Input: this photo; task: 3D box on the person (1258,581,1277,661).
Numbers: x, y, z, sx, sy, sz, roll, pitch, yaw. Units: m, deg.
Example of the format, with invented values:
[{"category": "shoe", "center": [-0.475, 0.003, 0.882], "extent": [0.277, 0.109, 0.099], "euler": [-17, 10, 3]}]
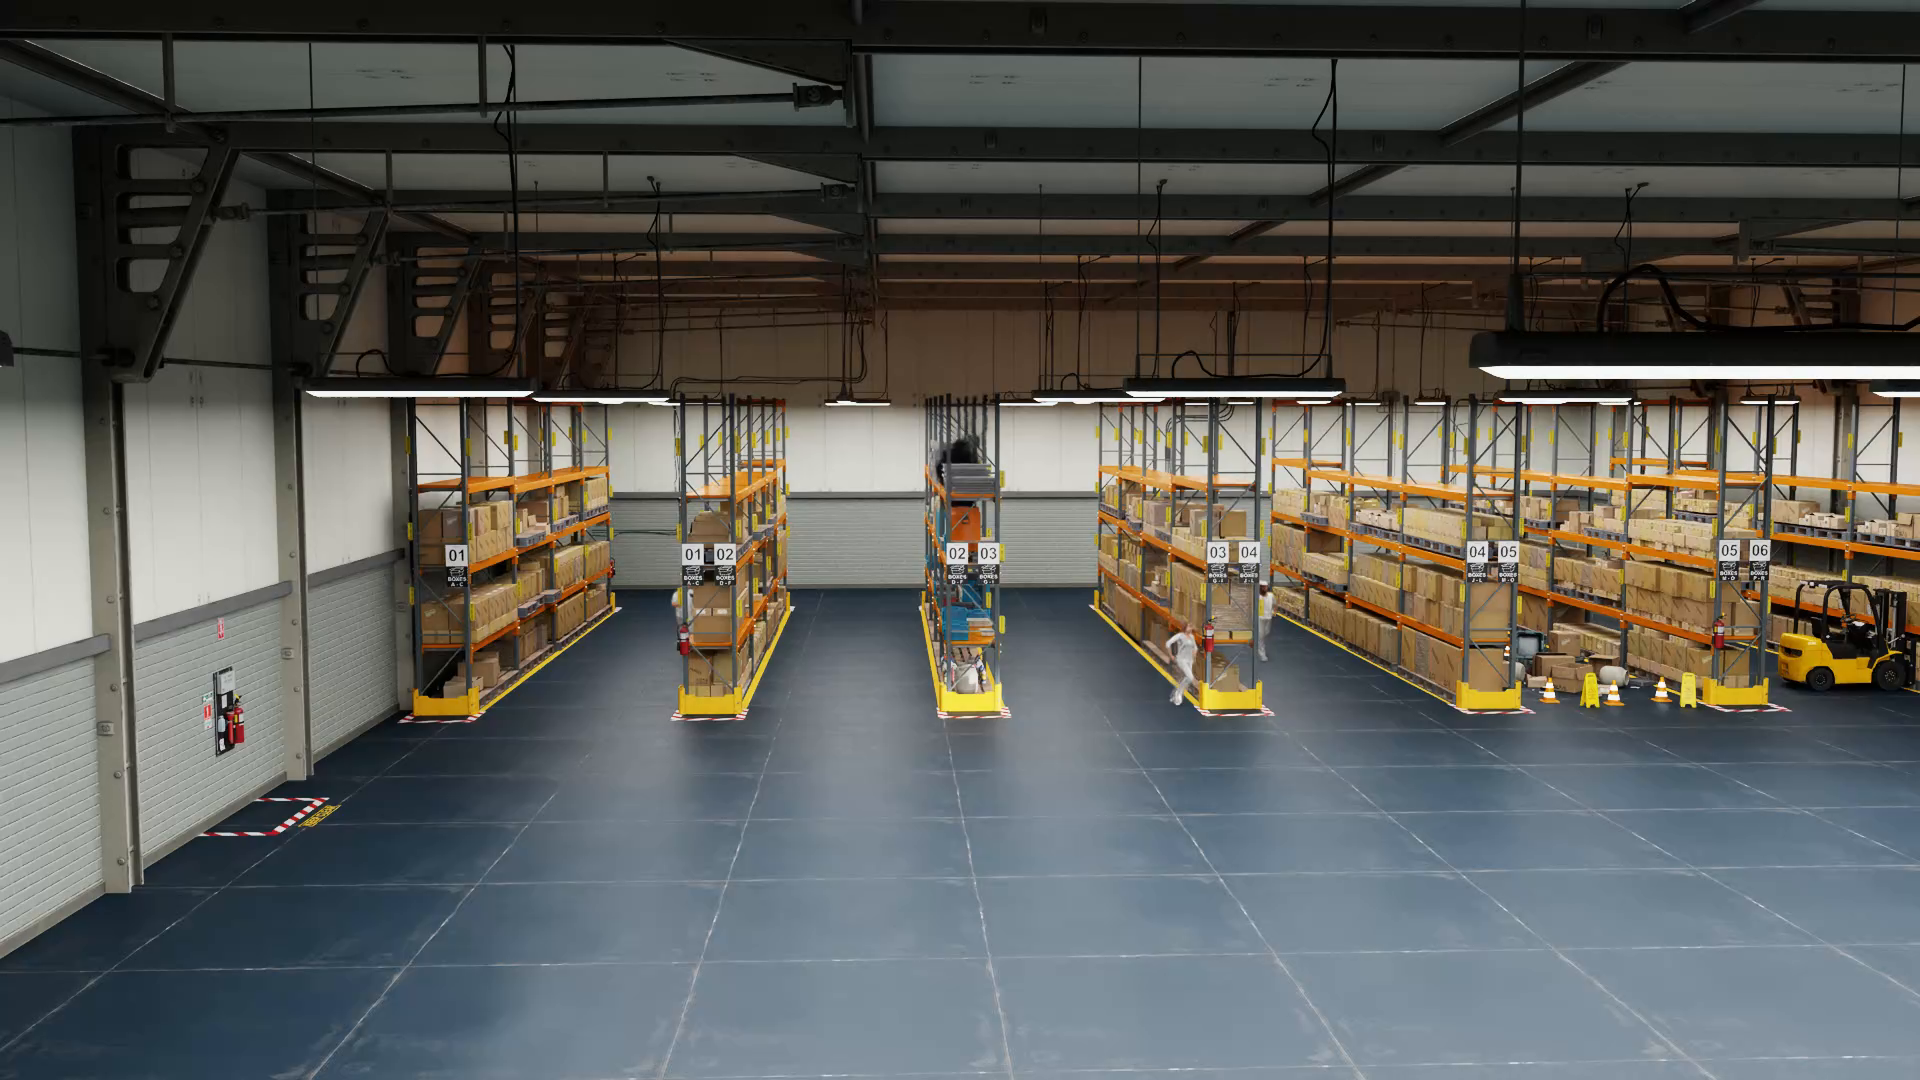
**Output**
[{"category": "person", "center": [6.942, 1.819, 38.107], "extent": [0.682, 1.788, 0.917], "euler": [0, 5, -6]}]

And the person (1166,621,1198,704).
[{"category": "person", "center": [4.194, 2.302, 31.059], "extent": [0.541, 1.560, 0.596], "euler": [-4, 6, -41]}]

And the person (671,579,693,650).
[{"category": "person", "center": [-6.397, 1.791, 38.659], "extent": [0.603, 1.833, 0.866], "euler": [-1, 5, -6]}]

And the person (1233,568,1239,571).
[{"category": "person", "center": [7.712, 1.247, 46.514], "extent": [0.581, 1.683, 0.694], "euler": [0, 5, 2]}]
